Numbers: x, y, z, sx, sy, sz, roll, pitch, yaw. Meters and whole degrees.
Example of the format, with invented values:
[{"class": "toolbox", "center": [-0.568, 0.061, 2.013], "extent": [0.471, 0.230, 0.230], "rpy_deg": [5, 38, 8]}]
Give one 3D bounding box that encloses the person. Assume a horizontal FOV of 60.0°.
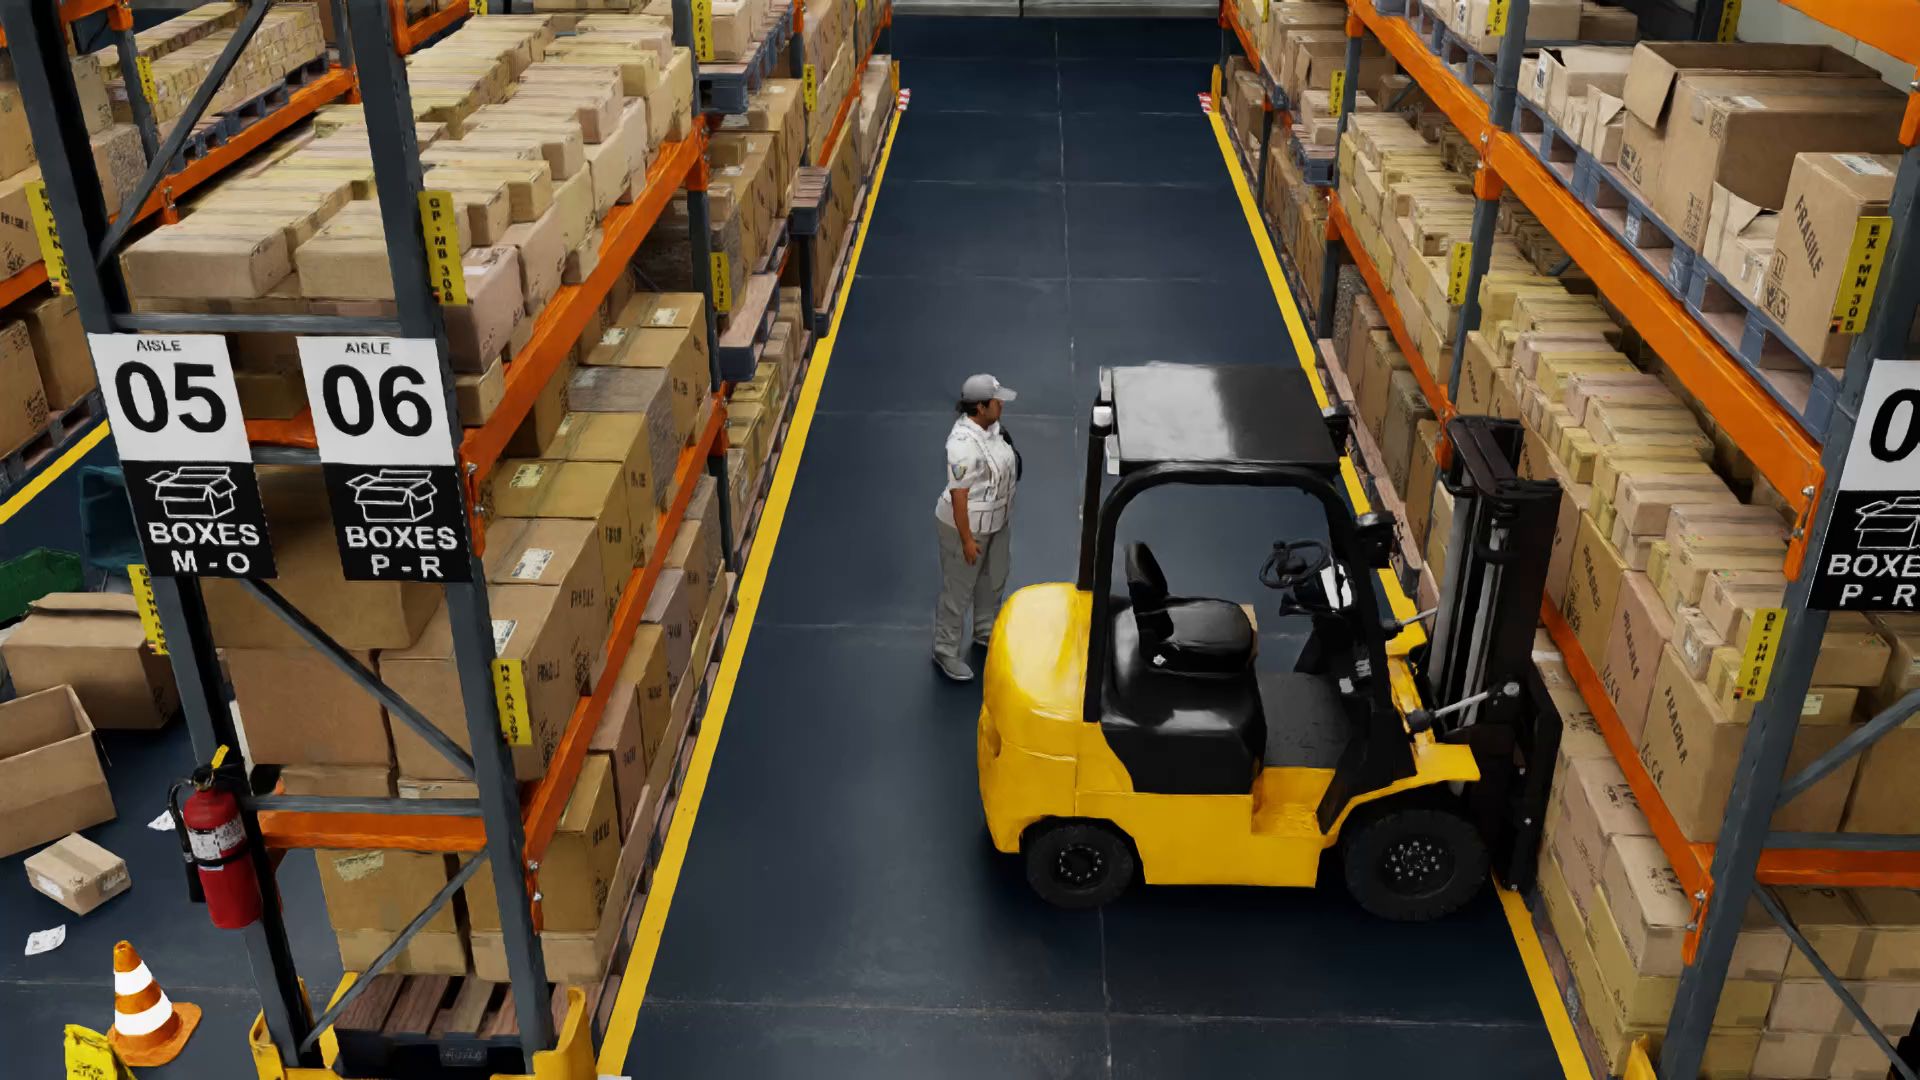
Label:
[{"class": "person", "center": [0.087, -0.086, 8.752], "extent": [0.410, 1.675, 0.526], "rpy_deg": [13, 31, 22]}]
